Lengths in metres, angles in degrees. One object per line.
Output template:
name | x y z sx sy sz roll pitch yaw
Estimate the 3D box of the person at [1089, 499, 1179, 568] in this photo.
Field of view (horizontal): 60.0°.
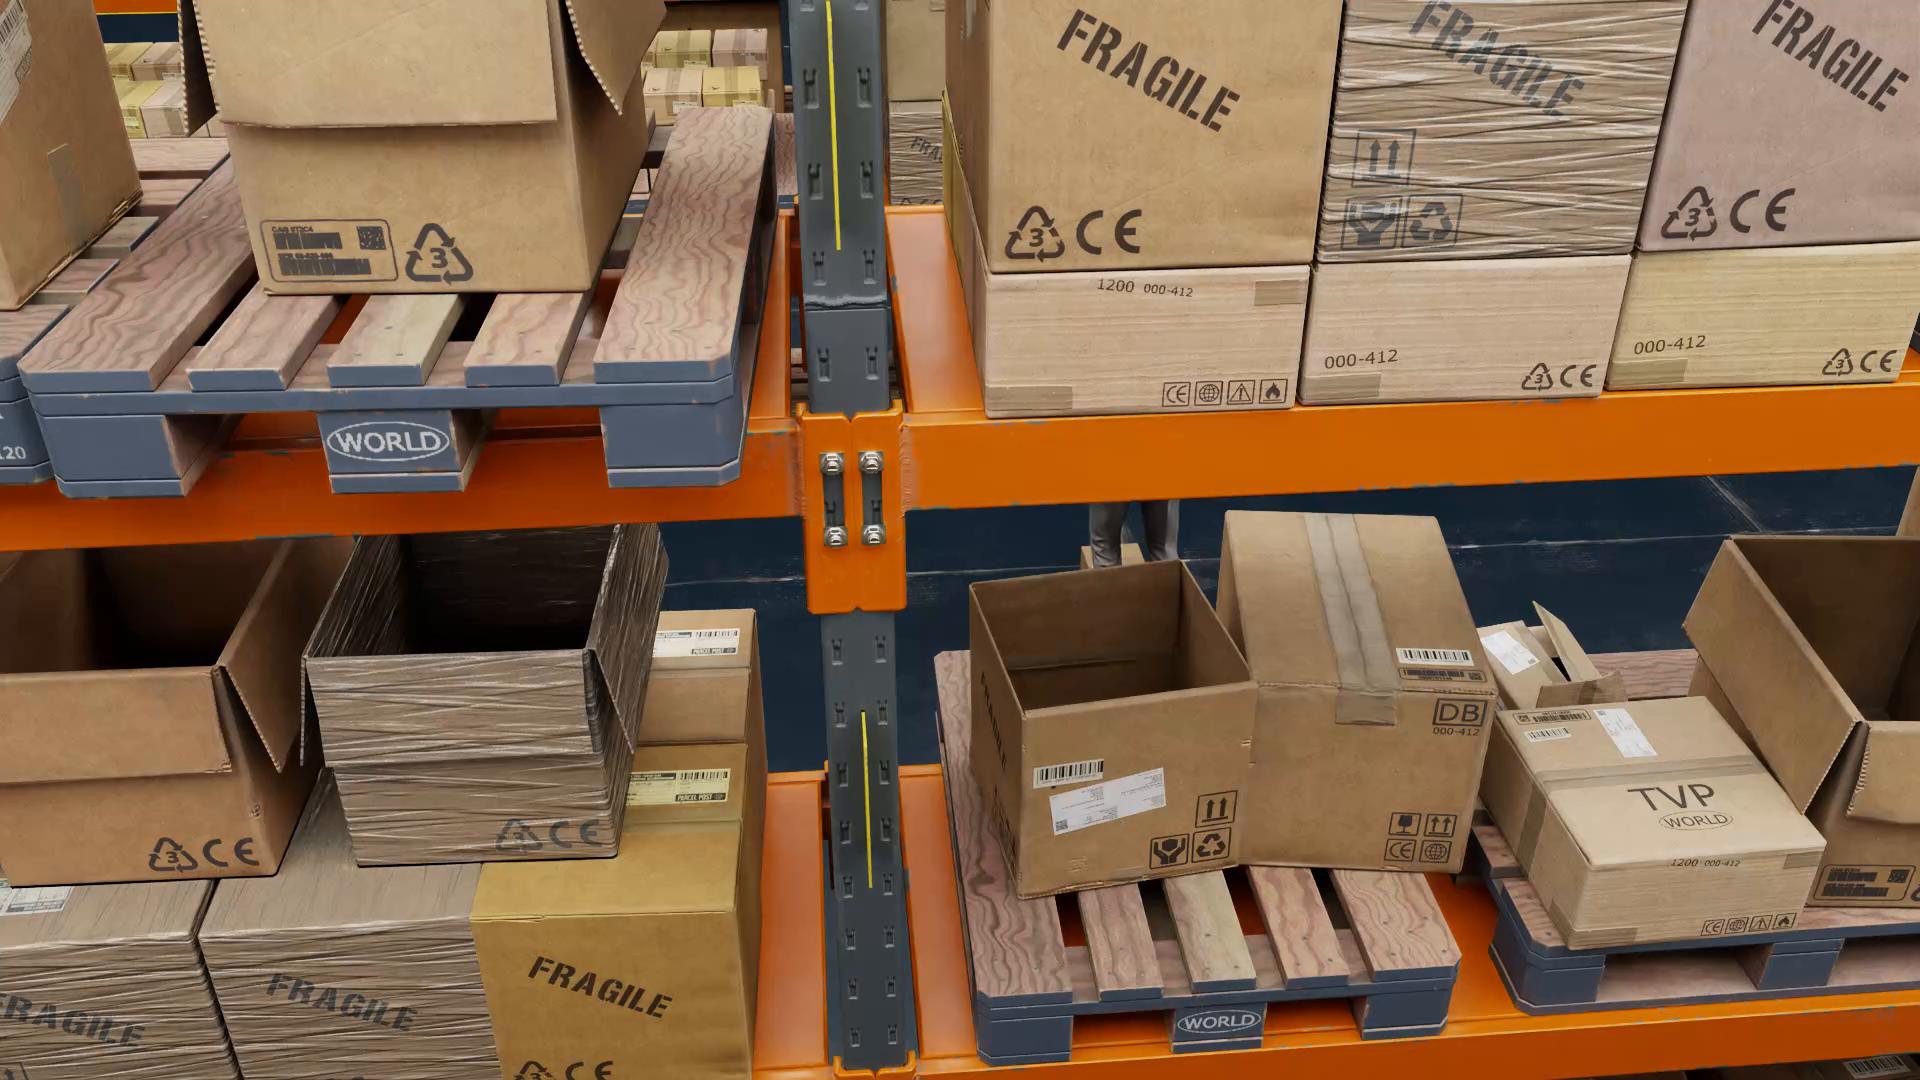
person | 0.686 -0.298 6.621 0.537 1.662 0.415 -5 32 -7
